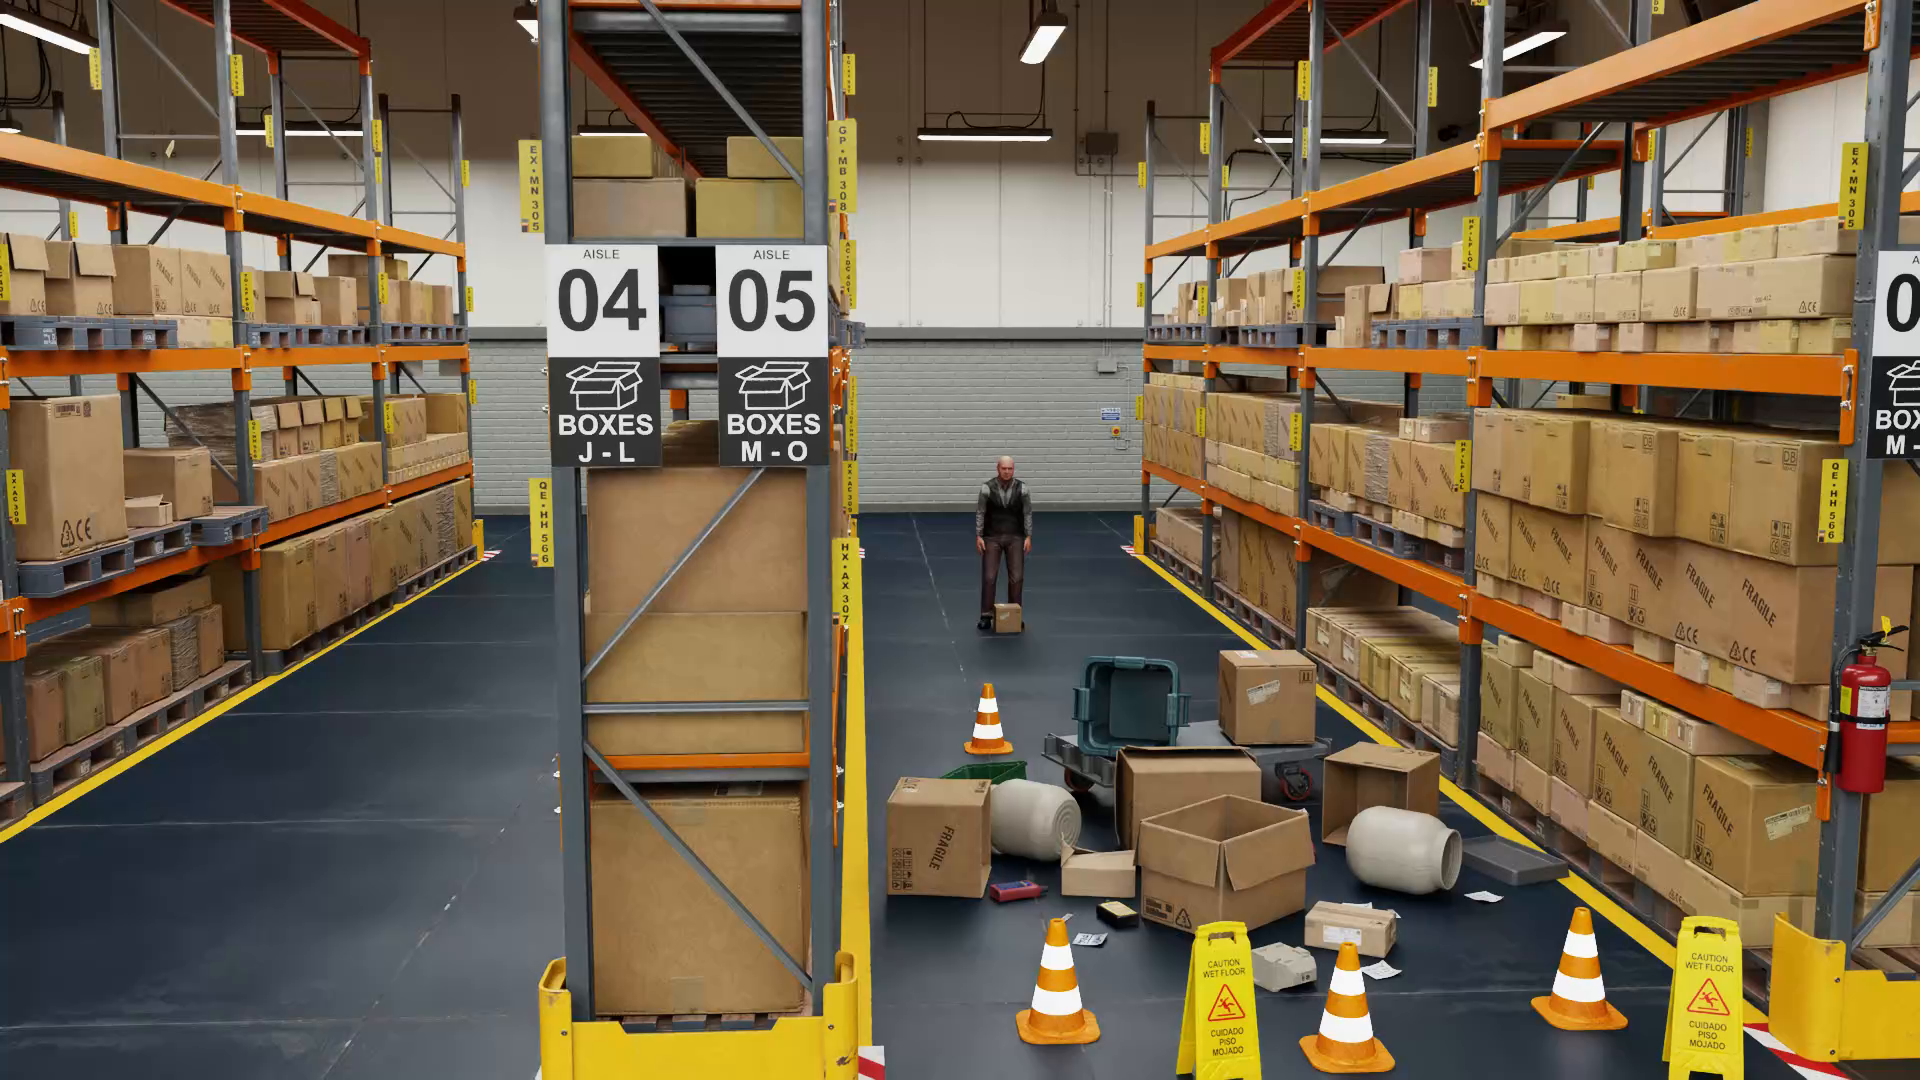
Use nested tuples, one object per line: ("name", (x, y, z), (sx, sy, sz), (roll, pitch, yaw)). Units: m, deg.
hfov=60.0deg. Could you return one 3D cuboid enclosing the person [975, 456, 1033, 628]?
("person", (0.438, 0.013, 16.735), (0.581, 1.721, 0.419), (0, 7, -3))
